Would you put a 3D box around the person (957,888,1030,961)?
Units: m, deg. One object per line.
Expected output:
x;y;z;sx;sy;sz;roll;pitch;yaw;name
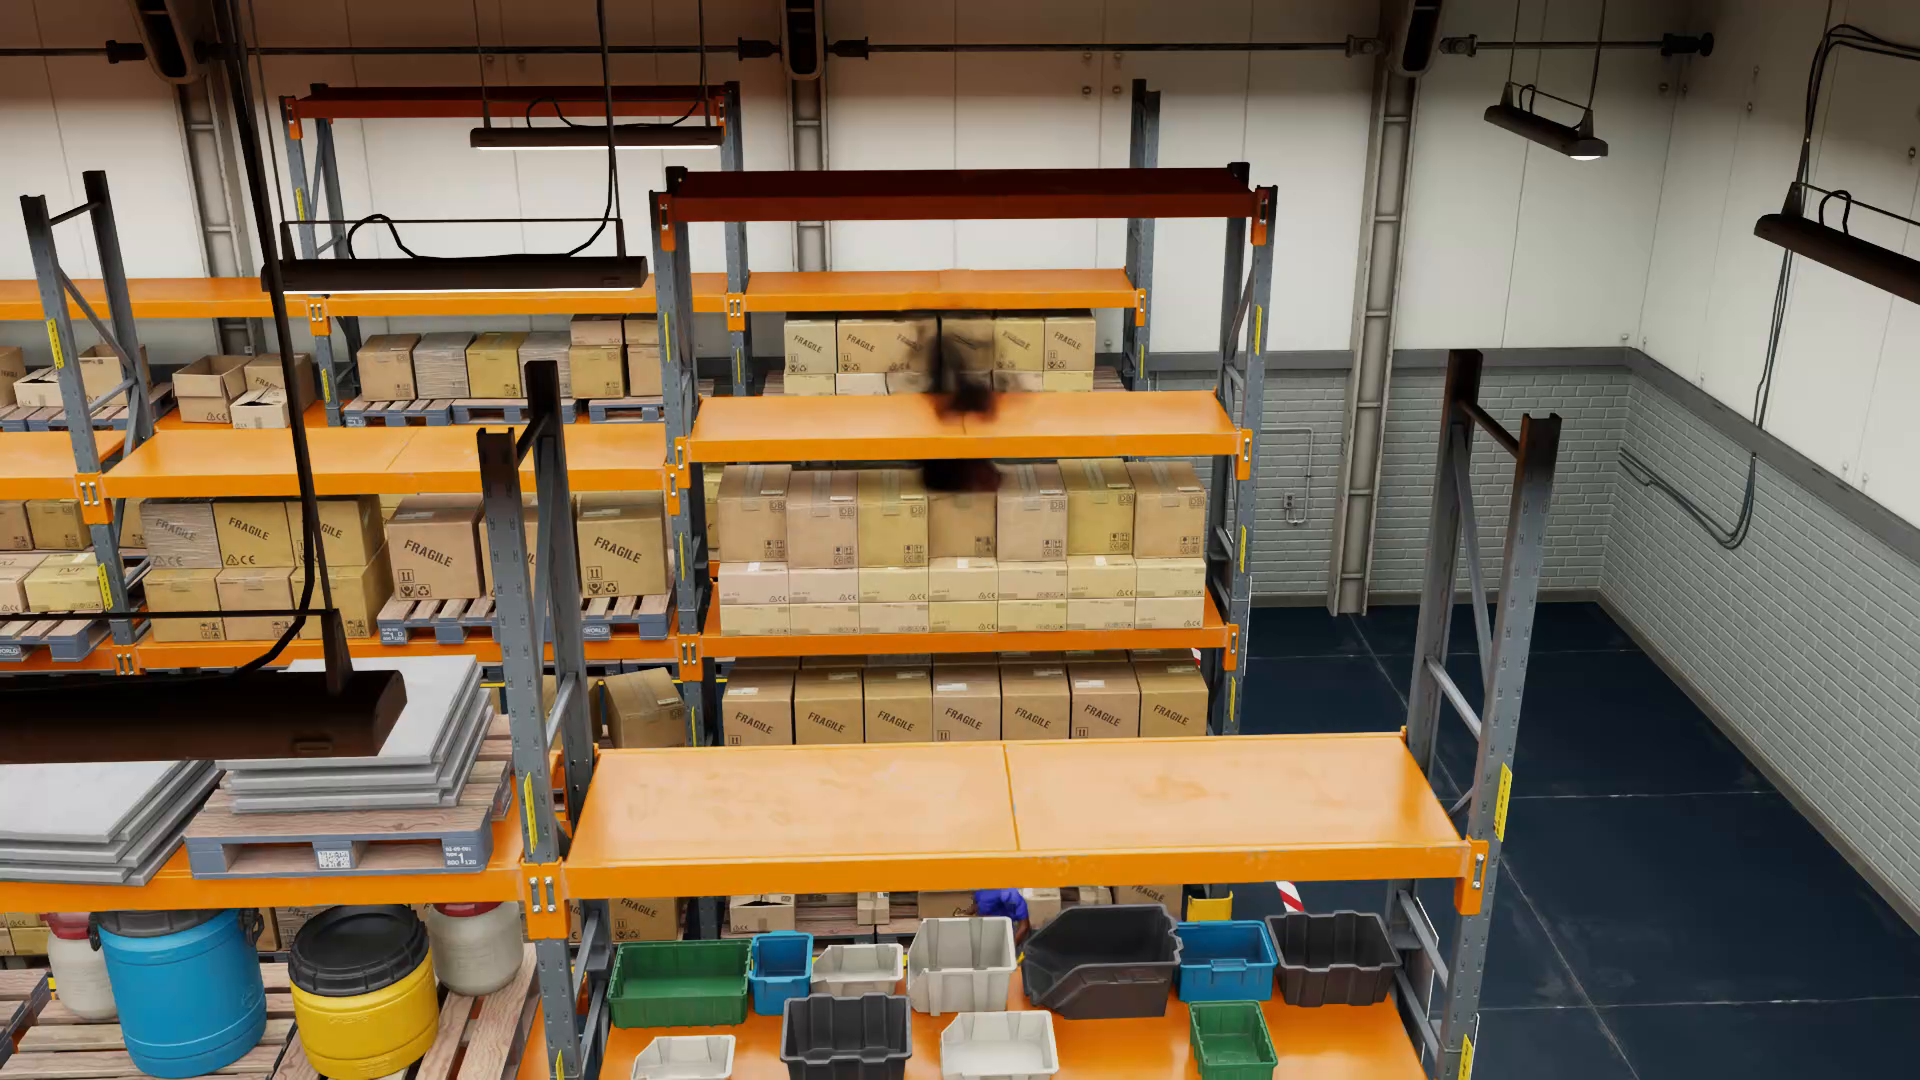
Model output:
0.224;2.791;11.456;0.525;1.645;0.582;-2;22;-6;person
